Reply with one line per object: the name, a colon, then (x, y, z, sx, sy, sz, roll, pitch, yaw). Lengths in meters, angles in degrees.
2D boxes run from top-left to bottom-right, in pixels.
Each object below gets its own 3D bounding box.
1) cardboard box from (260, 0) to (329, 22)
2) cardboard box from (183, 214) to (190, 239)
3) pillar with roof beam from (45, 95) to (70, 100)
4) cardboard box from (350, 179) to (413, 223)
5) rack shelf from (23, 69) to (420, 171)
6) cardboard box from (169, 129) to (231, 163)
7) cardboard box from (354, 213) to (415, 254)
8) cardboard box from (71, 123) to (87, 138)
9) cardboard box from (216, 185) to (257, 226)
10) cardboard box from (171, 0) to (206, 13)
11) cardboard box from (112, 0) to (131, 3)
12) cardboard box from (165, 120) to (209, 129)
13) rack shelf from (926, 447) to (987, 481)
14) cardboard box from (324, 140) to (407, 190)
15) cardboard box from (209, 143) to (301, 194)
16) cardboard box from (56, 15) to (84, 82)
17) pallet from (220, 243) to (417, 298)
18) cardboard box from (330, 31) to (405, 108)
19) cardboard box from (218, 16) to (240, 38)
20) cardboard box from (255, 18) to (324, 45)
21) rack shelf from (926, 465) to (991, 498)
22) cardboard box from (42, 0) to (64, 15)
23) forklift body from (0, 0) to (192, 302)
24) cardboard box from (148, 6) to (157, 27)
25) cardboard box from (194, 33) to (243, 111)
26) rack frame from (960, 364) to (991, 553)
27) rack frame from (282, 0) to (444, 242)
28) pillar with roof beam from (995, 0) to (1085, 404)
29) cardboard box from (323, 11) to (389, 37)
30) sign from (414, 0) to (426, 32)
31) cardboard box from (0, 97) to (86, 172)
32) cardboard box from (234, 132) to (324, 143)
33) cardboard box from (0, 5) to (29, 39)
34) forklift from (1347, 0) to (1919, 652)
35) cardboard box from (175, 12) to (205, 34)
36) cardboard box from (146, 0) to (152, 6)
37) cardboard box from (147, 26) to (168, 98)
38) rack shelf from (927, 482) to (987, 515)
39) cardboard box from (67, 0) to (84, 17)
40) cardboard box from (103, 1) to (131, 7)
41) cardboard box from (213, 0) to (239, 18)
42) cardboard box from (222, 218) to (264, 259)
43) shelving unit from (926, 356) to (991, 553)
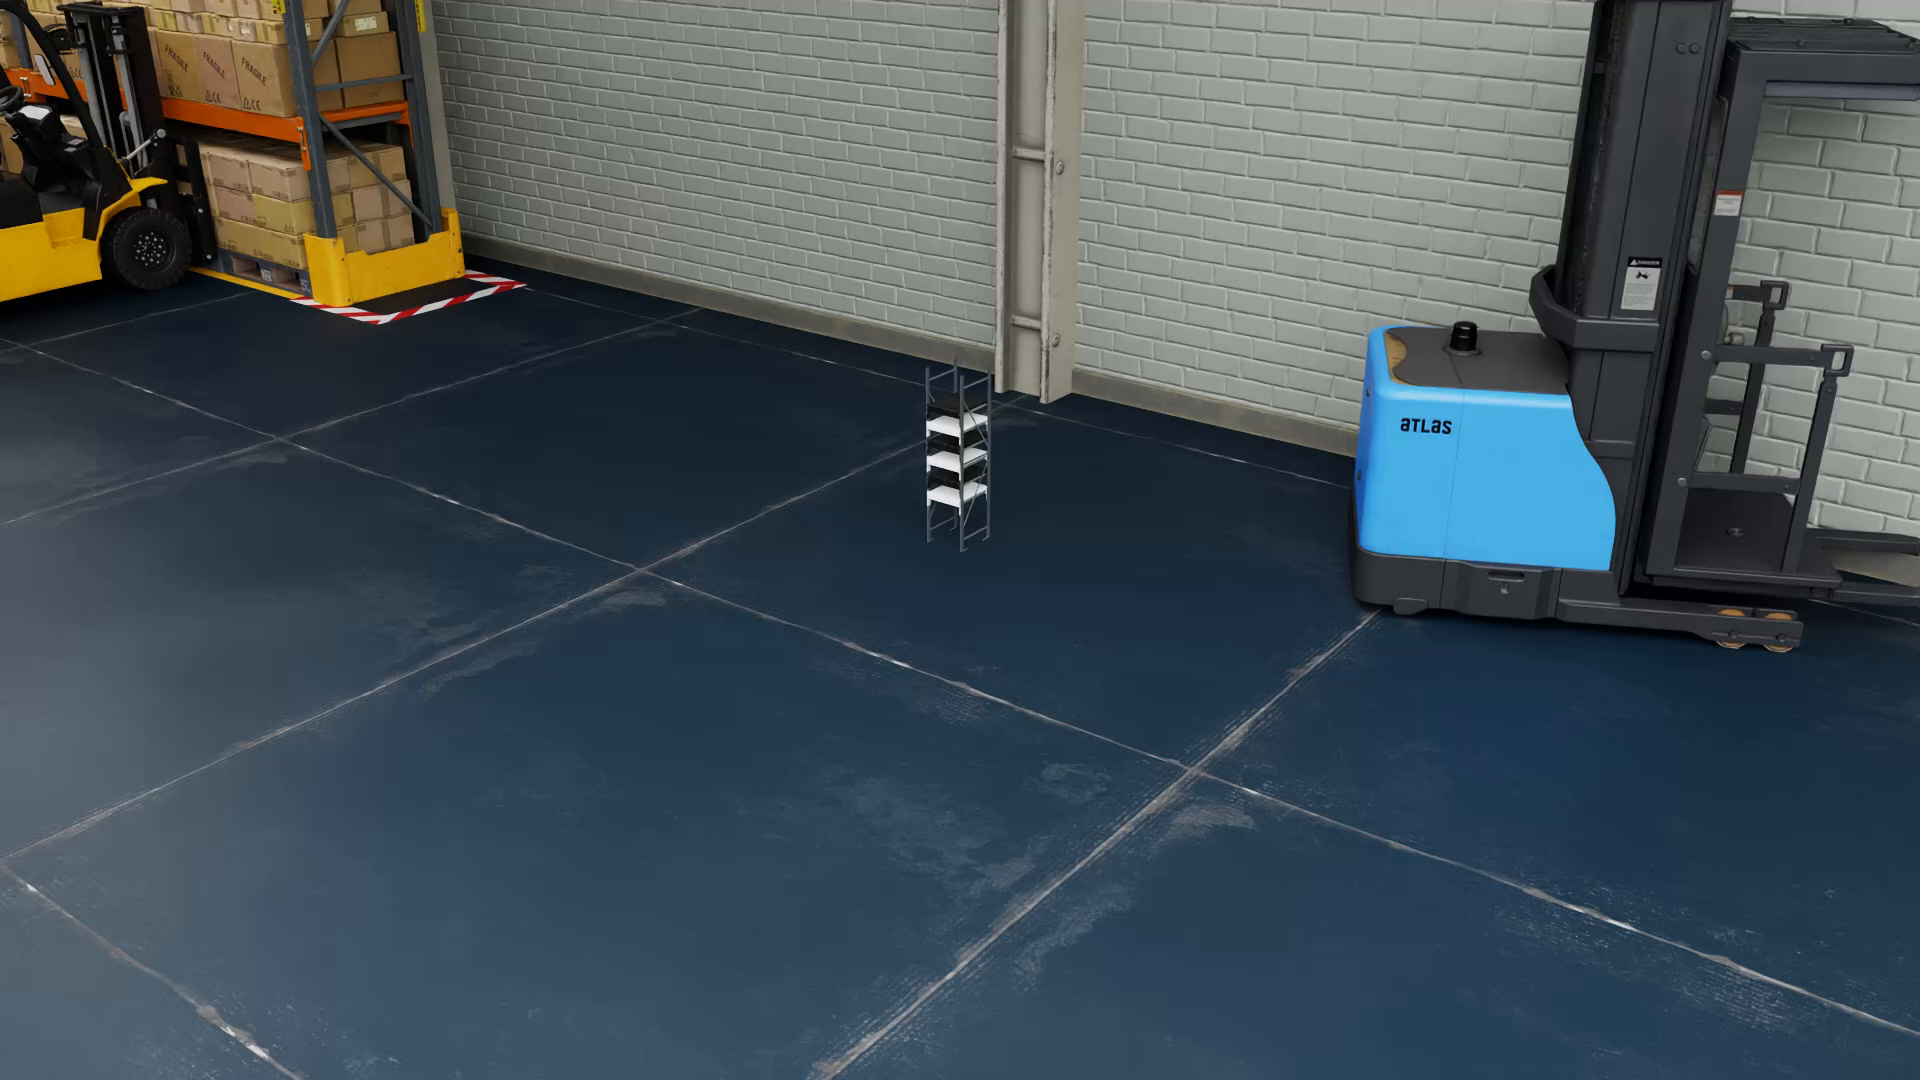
cardboard box: (-4.735, -3.789, 11.832, 0.250, 0.149, 0.380, 17, 29, 33)
cardboard box: (-6.104, -2.603, 13.326, 0.500, 0.250, 0.500, 18, 29, 35)
pillar with roof beam: (-11.722, -6.558, 11.973, 0.400, 9.000, 9.100, 17, 29, 33)
cardboard box: (-4.574, -2.635, 12.779, 0.500, 0.250, 0.500, 17, 29, 34)
rack shelf: (-5.922, -3.446, 13.243, 4.000, 0.370, 1.077, 17, 29, 33)
cardboard box: (-6.100, -3.059, 13.122, 0.500, 0.250, 0.500, 16, 28, 32)
cardboard box: (-4.598, -2.407, 12.883, 0.500, 0.250, 0.500, 17, 29, 34)
cardboard box: (-6.921, -3.305, 13.680, 0.500, 0.250, 0.500, 17, 29, 33)
cardboard box: (-5.294, -2.596, 12.691, 0.500, 0.250, 0.500, 16, 29, 33)
cardboard box: (-5.606, -4.004, 12.321, 0.250, 0.149, 0.380, 18, 29, 35)
cardboard box: (-6.367, -4.279, 12.943, 0.250, 0.149, 0.380, 17, 29, 33)
cardboard box: (-6.202, -3.349, 13.781, 0.500, 0.250, 0.500, 17, 29, 34)
rack shelf: (-0.006, -0.383, 8.086, 0.200, 0.077, 0.258, 17, 29, 33)
cardboard box: (-4.593, -2.860, 12.671, 0.500, 0.250, 0.500, 16, 29, 33)
cardboard box: (-5.290, -2.815, 12.569, 0.500, 0.250, 0.500, 17, 29, 34)
cardboard box: (-6.898, -3.992, 13.467, 0.500, 0.500, 0.500, 17, 29, 34)
pallet: (-4.959, -2.187, 12.951, 1.213, 0.211, 1.003, 17, 29, 33)
cardboard box: (-4.552, -3.547, 12.455, 0.500, 0.500, 0.500, 18, 29, 35)
cardboard box: (-5.161, -3.762, 12.140, 0.250, 0.149, 0.380, 17, 29, 34)
cardboard box: (-4.768, -3.628, 11.834, 0.250, 0.149, 0.380, 17, 29, 34)
rack shelf: (-0.006, -0.301, 8.123, 0.200, 0.077, 0.258, 17, 29, 33)
cardboard box: (-7.217, -4.377, 13.536, 0.250, 0.149, 0.380, 18, 29, 34)
forklift body: (-6.934, -2.773, 11.876, 1.214, 2.155, 2.313, 17, 29, 33)
cardboard box: (-5.954, -4.019, 12.724, 0.250, 0.149, 0.380, 17, 29, 33)
cardboard box: (-5.283, -3.500, 12.349, 0.500, 0.500, 0.500, 18, 29, 35)
rack frame: (0.075, -0.389, 8.017, 0.006, 0.900, 0.240, 17, 29, 33)
rack frame: (-4.322, -3.292, 12.000, 0.127, 3.000, 1.000, 17, 29, 33)
pillar with roof beam: (-2.119, -3.656, 5.387, 0.400, 9.000, 9.100, 17, 29, 33)
cardboard box: (-4.438, -3.800, 12.225, 0.250, 0.149, 0.380, 16, 28, 32)
sign: (-3.984, -3.902, 12.213, 0.005, 0.325, 0.100, 17, 29, 33)
cardboard box: (-8.563, -3.677, 15.299, 0.625, 0.625, 0.875, 16, 29, 33)
cardboard box: (-5.389, -3.104, 13.225, 0.500, 0.250, 0.500, 17, 29, 33)
cardboard box: (-8.069, -4.455, 14.207, 0.500, 0.250, 0.500, 16, 28, 32)
forklift: (3.340, -1.091, 7.091, 3.031, 2.935, 1.130, 4, 24, 10)
cardboard box: (-5.594, -3.875, 12.397, 0.250, 0.149, 0.380, 16, 28, 32)
cardboard box: (-5.966, -4.158, 12.669, 0.250, 0.149, 0.380, 17, 29, 34)
cardboard box: (-6.102, -3.742, 12.898, 0.500, 0.500, 0.500, 17, 29, 34)
rack shelf: (-0.006, -0.219, 8.159, 0.200, 0.077, 0.258, 17, 29, 33)
cardboard box: (-6.839, -4.240, 13.224, 0.250, 0.149, 0.380, 18, 29, 34)
cardboard box: (-6.419, -4.121, 12.953, 0.250, 0.149, 0.380, 16, 28, 32)
cardboard box: (-5.177, -3.893, 12.068, 0.250, 0.149, 0.380, 18, 29, 34)
cardboard box: (-5.280, -2.360, 12.776, 0.500, 0.250, 0.500, 17, 29, 33)
shelving unit: (-0.006, -0.414, 8.073, 0.210, 0.900, 0.258, 17, 29, 33)
